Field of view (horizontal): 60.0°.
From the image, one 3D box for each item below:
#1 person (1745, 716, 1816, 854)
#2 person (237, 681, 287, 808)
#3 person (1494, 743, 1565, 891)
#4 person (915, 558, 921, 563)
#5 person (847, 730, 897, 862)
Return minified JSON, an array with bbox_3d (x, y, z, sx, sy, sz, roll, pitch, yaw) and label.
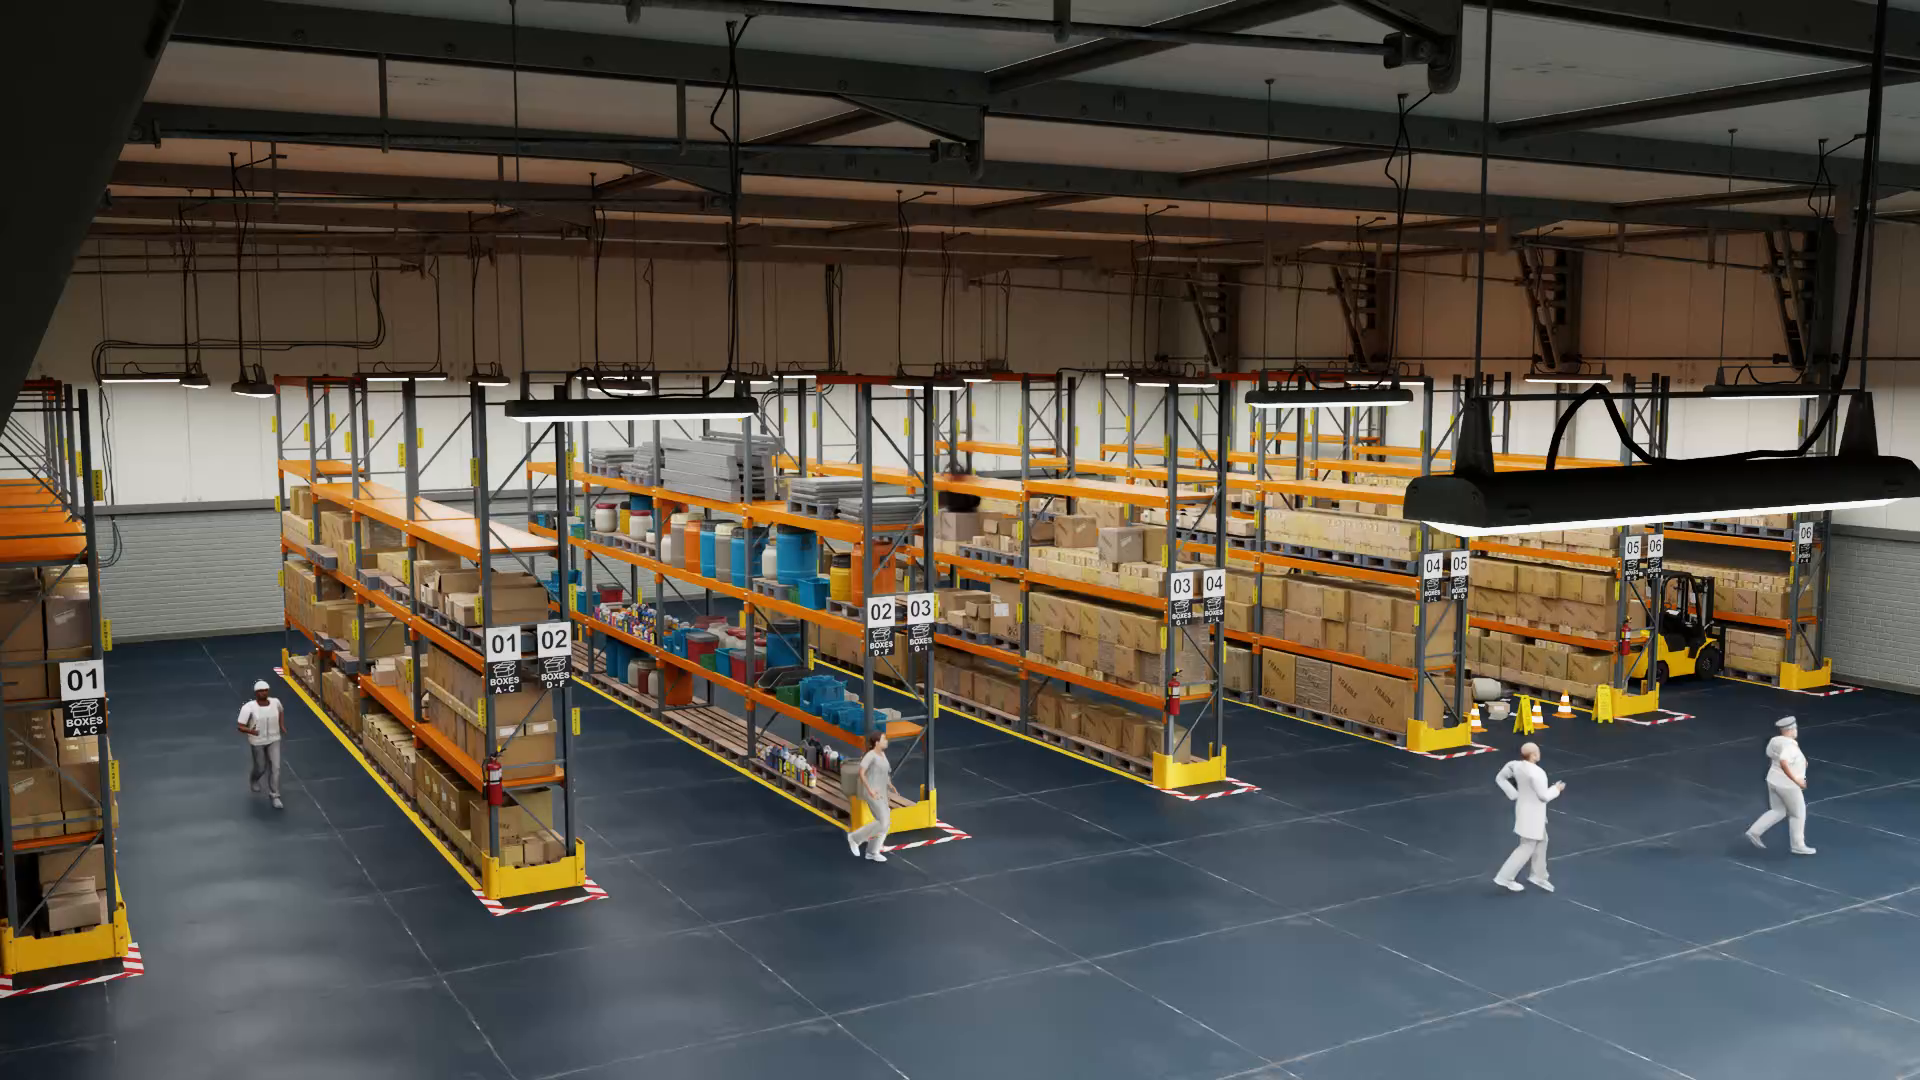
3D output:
[{"bbox_3d":[10.509,3.120,21.204,0.869,1.767,0.678,0,6,-4],"label":"person"},{"bbox_3d":[-9.868,2.868,23.594,0.700,1.762,0.956,-5,8,-40],"label":"person"},{"bbox_3d":[6.708,3.291,19.629,0.832,1.831,0.685,-1,6,-6],"label":"person"},{"bbox_3d":[-1.082,1.266,38.956,0.603,1.732,0.744,-3,7,-25],"label":"person"},{"bbox_3d":[-1.095,3.221,21.116,0.551,1.614,0.627,2,7,18],"label":"person"}]
